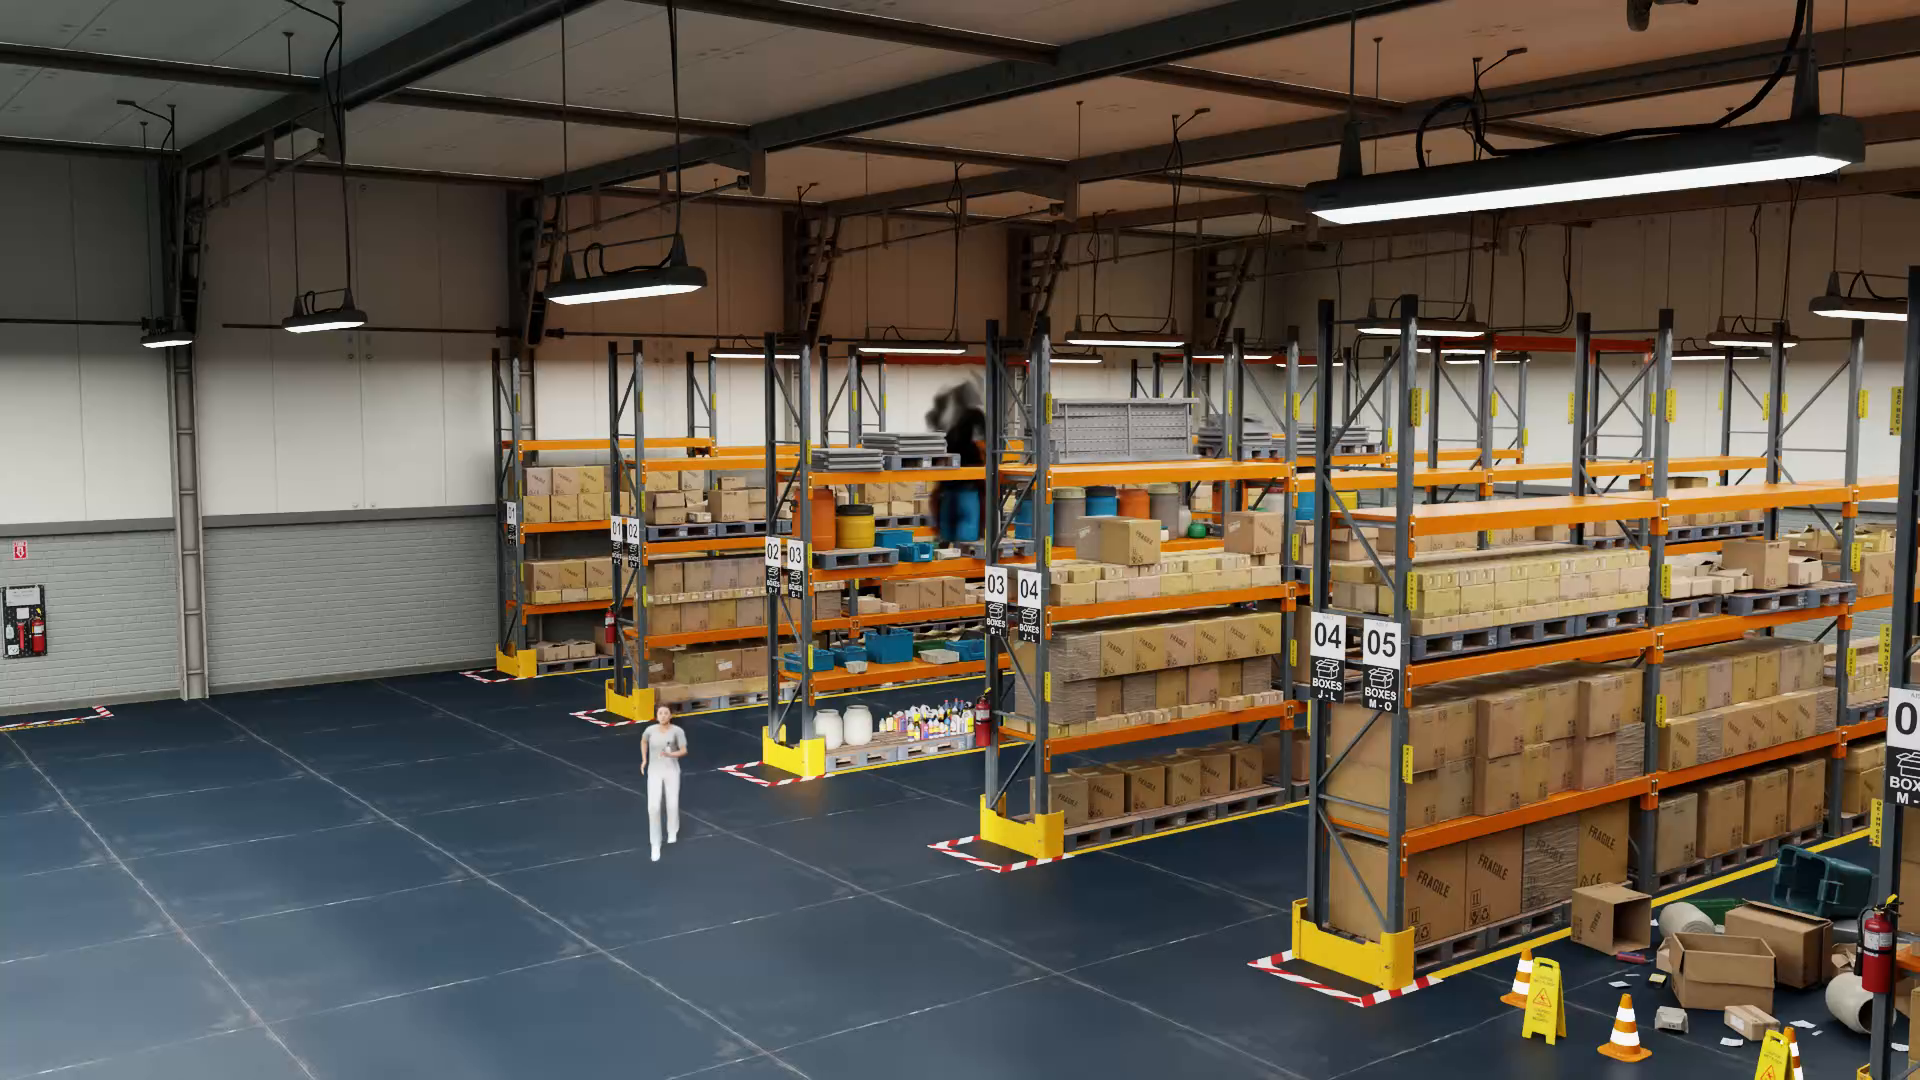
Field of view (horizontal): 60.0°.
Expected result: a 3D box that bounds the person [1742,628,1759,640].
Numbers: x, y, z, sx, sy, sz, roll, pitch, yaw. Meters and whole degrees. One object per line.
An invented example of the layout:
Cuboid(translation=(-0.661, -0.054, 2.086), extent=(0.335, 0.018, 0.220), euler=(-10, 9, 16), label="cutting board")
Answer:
Cuboid(translation=(11.825, 2.132, 24.979), extent=(0.687, 1.738, 0.596), euler=(-5, 7, -43), label="person")

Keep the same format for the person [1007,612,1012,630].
Cuboid(translation=(0.850, 1.341, 34.088), extent=(0.727, 1.690, 0.680), euler=(-5, 7, -43), label="person")

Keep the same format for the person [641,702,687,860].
Cuboid(translation=(-3.338, 2.679, 18.765), extent=(0.537, 1.723, 0.772), euler=(0, 5, -5), label="person")
